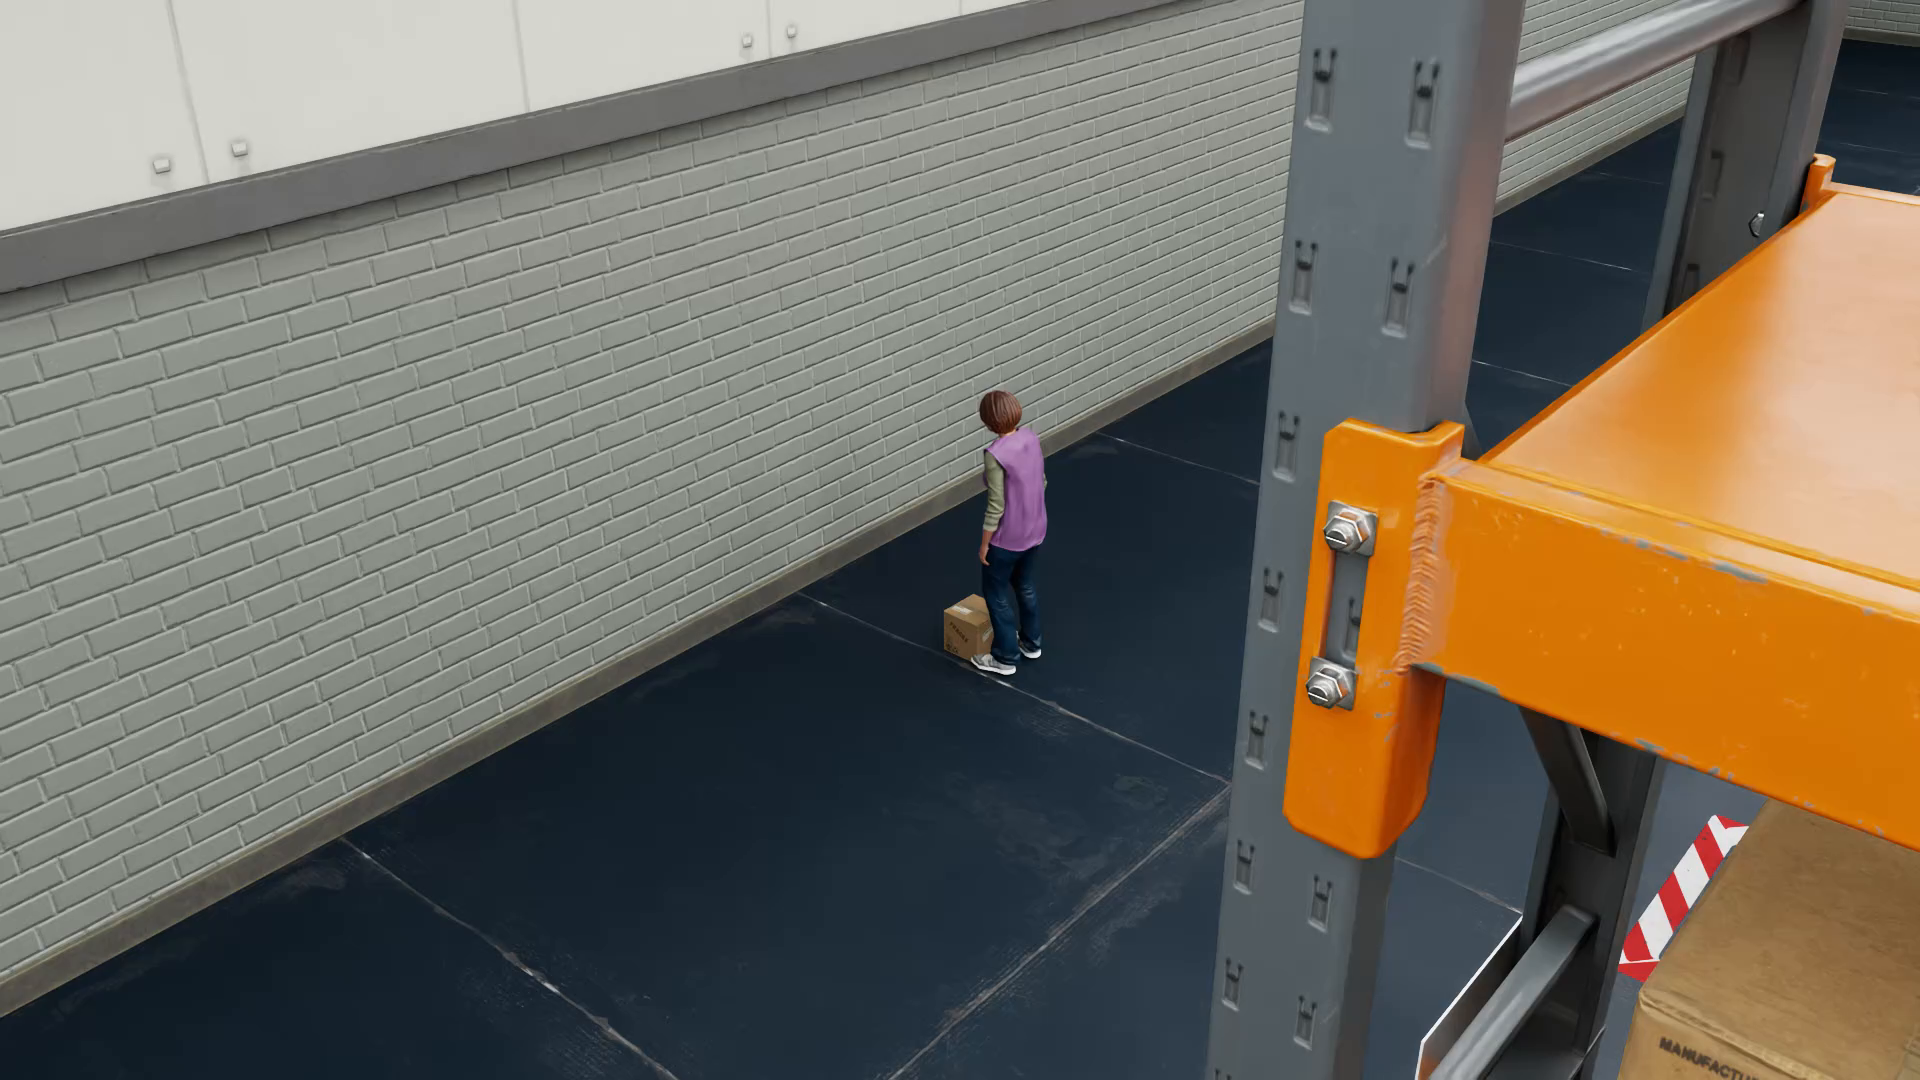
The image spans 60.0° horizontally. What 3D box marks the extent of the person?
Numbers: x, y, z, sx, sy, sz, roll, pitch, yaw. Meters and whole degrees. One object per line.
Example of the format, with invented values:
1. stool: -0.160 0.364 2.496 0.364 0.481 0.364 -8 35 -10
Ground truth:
1. person: 0.267 -0.031 8.694 0.346 1.590 0.474 21 34 35
